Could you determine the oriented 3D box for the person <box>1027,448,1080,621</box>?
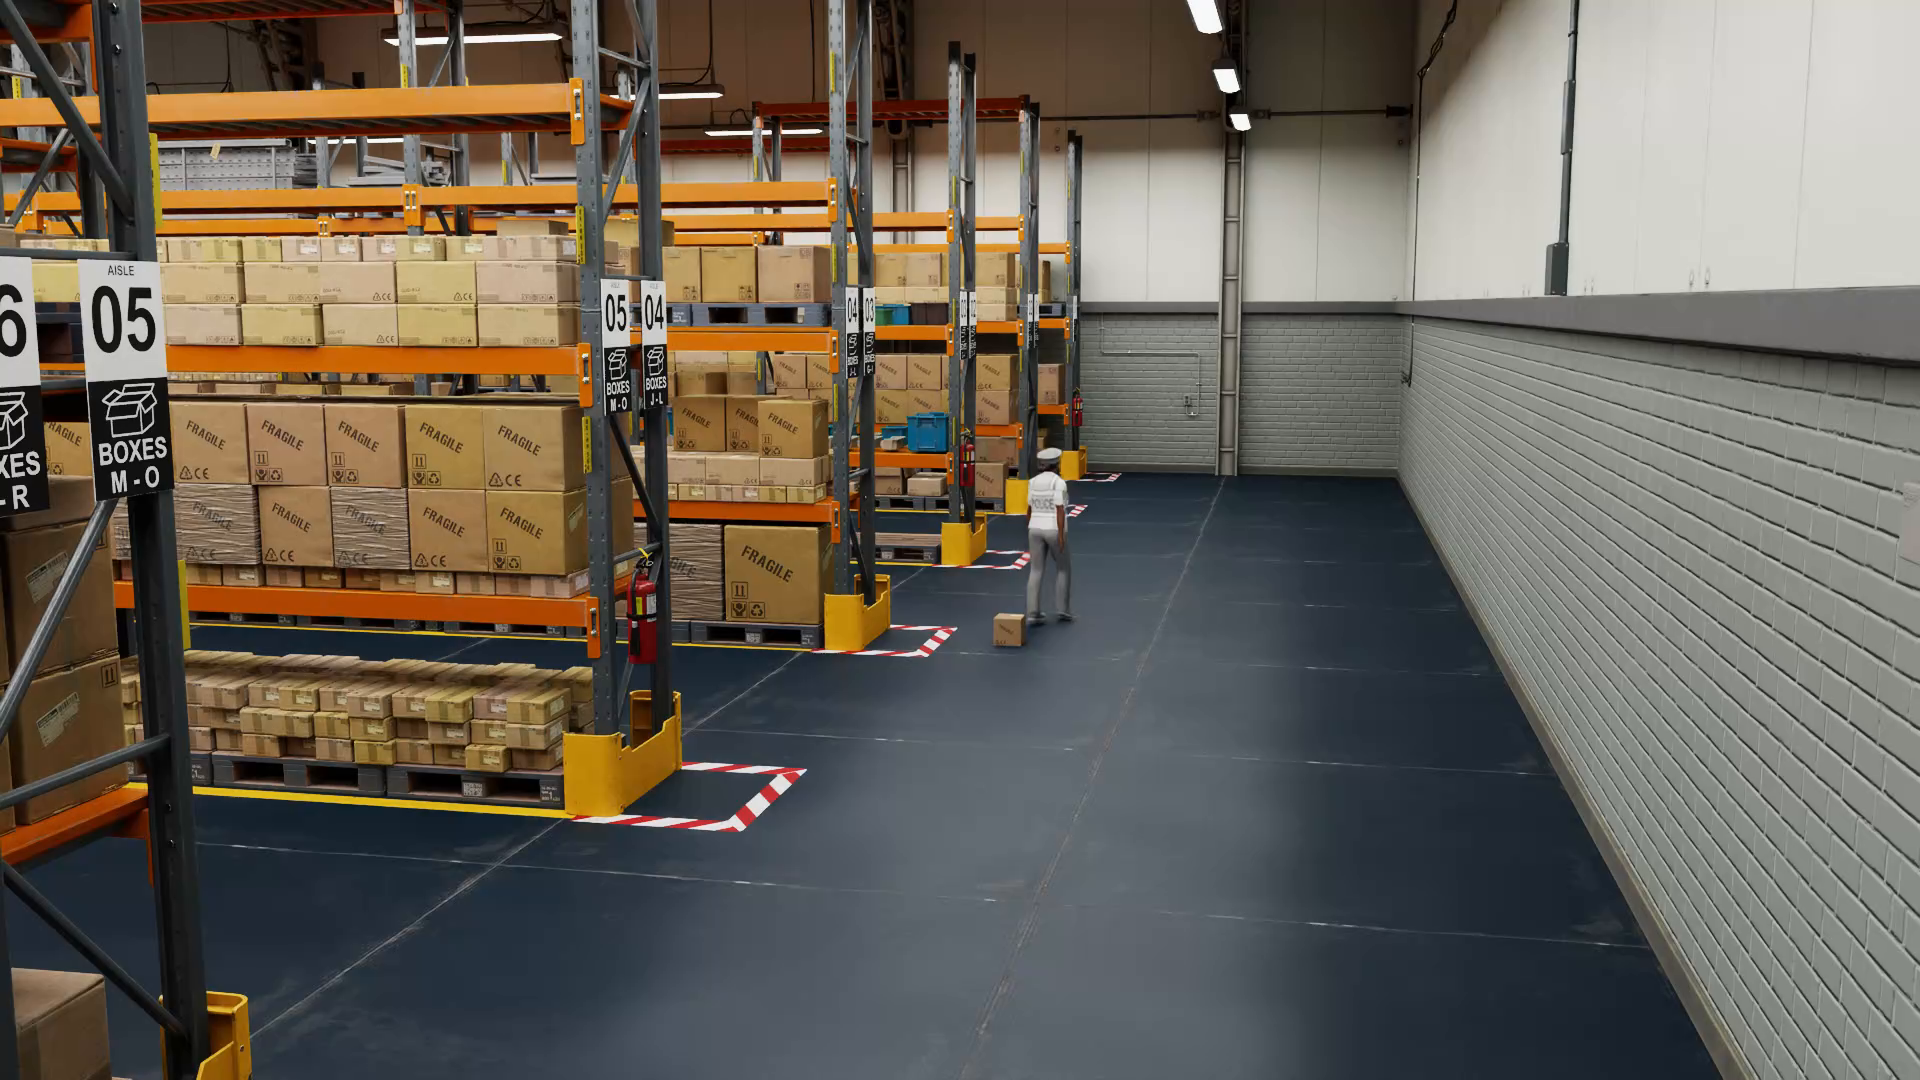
[{"bbox_3d":[0.844,-0.032,16.076,0.476,1.701,0.697,4,9,29],"label":"person"}]
